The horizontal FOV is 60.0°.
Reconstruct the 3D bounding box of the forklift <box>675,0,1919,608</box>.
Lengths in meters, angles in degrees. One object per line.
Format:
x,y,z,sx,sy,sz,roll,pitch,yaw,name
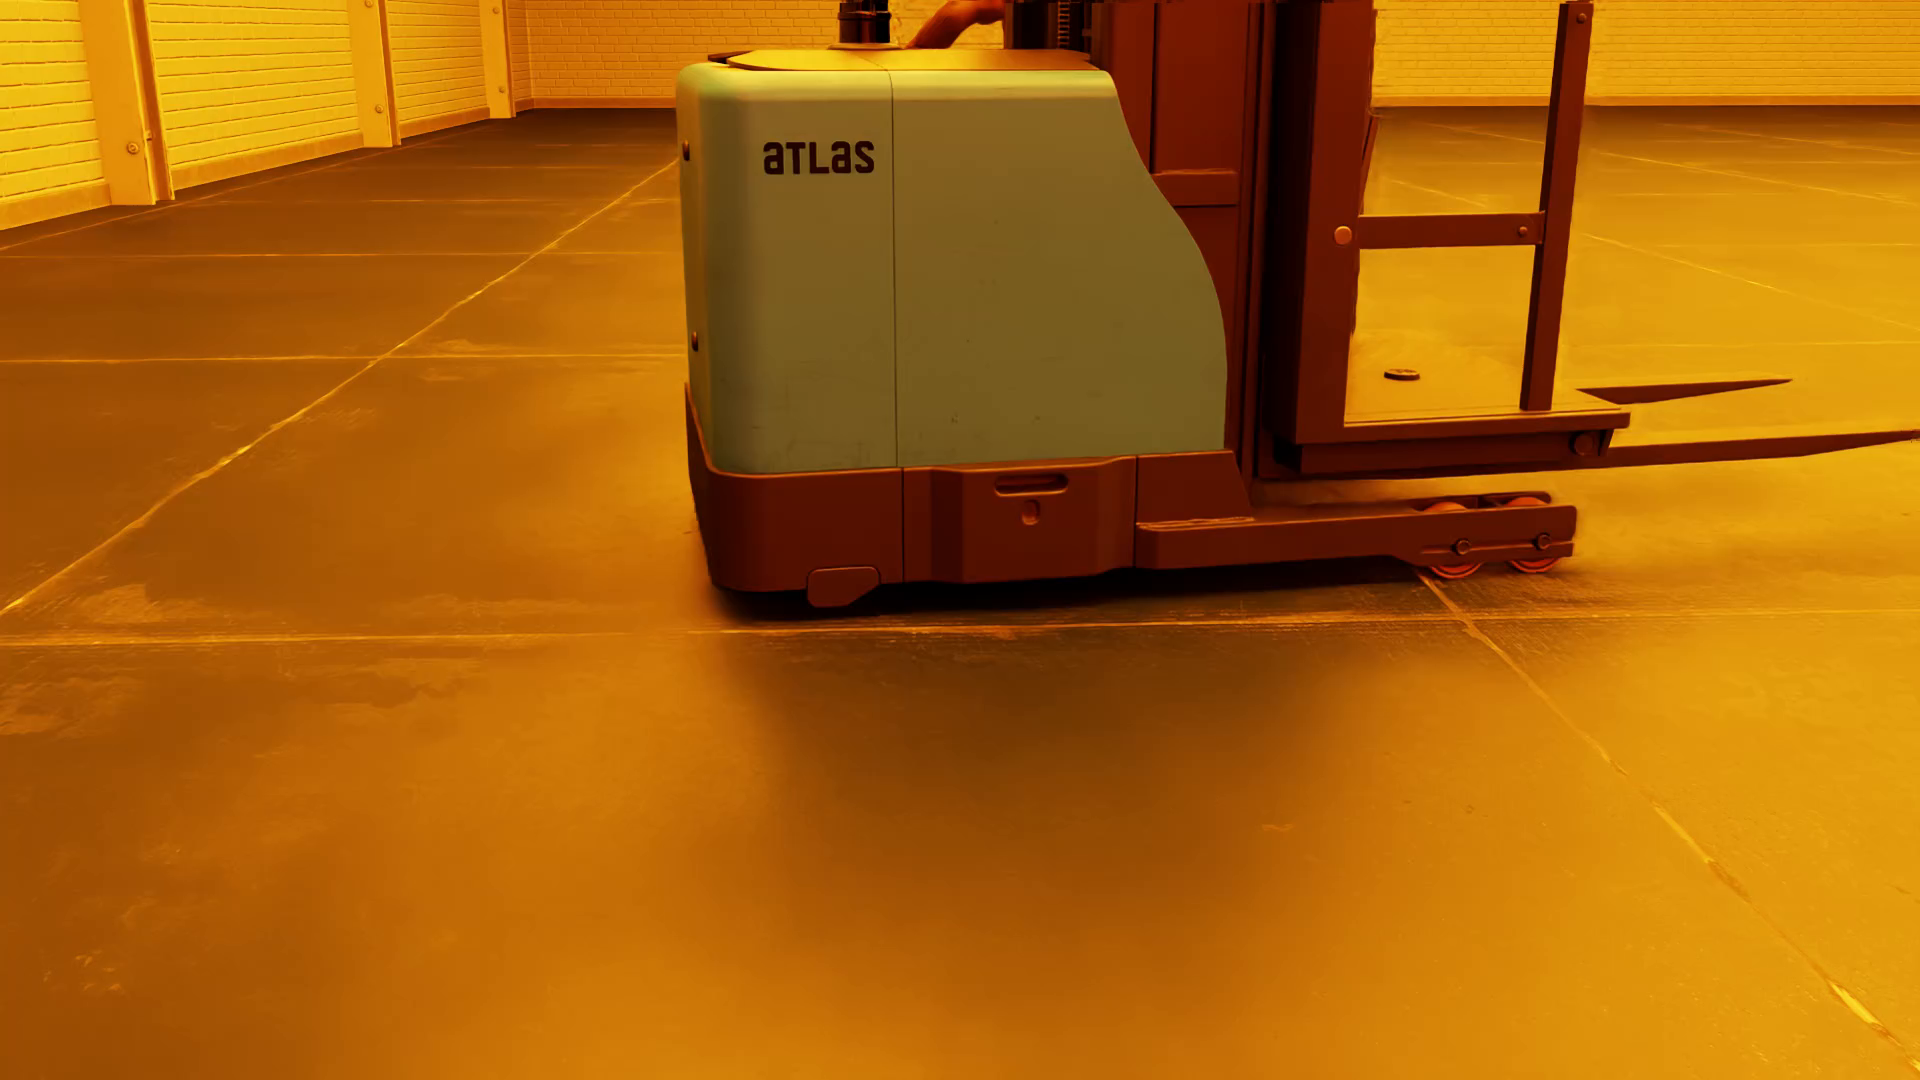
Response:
0.887,-1.464,3.695,3.031,2.935,1.130,-4,17,-11,forklift

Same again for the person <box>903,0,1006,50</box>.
0.368,-1.352,5.742,1.218,1.703,0.606,-6,18,-18,person
